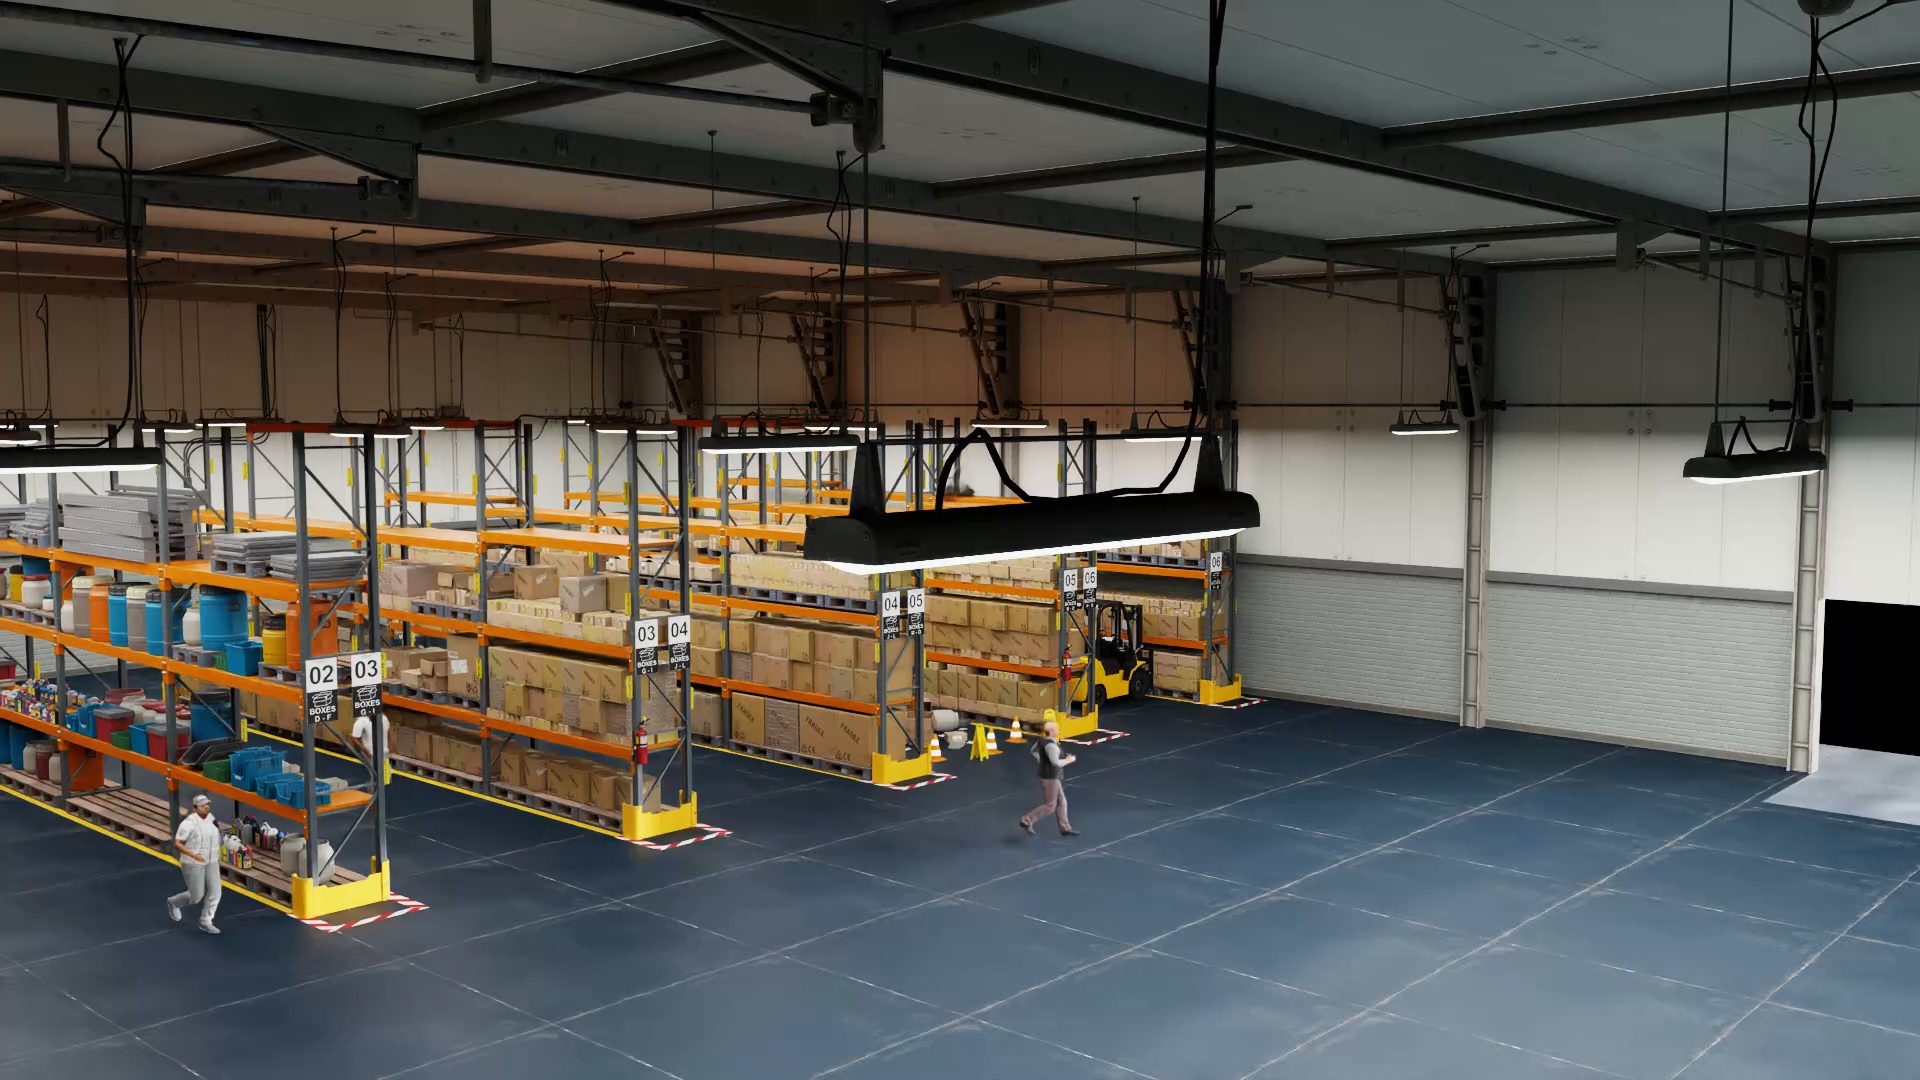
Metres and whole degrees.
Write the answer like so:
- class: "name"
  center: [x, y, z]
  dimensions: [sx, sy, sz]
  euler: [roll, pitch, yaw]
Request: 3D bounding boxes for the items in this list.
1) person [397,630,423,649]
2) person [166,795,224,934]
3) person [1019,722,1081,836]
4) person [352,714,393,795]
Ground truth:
- class: "person"
  center: [-13.312, 2.180, 40.276]
  dimensions: [0.593, 1.743, 0.703]
  euler: [-4, 6, -43]
- class: "person"
  center: [-9.179, 3.886, 20.065]
  dimensions: [0.724, 1.640, 0.618]
  euler: [2, 5, 27]
- class: "person"
  center: [1.304, 3.483, 24.158]
  dimensions: [0.955, 1.698, 0.673]
  euler: [-1, 5, -10]
- class: "person"
  center: [-9.193, 3.335, 26.109]
  dimensions: [0.544, 1.724, 0.692]
  euler: [4, 6, 39]
